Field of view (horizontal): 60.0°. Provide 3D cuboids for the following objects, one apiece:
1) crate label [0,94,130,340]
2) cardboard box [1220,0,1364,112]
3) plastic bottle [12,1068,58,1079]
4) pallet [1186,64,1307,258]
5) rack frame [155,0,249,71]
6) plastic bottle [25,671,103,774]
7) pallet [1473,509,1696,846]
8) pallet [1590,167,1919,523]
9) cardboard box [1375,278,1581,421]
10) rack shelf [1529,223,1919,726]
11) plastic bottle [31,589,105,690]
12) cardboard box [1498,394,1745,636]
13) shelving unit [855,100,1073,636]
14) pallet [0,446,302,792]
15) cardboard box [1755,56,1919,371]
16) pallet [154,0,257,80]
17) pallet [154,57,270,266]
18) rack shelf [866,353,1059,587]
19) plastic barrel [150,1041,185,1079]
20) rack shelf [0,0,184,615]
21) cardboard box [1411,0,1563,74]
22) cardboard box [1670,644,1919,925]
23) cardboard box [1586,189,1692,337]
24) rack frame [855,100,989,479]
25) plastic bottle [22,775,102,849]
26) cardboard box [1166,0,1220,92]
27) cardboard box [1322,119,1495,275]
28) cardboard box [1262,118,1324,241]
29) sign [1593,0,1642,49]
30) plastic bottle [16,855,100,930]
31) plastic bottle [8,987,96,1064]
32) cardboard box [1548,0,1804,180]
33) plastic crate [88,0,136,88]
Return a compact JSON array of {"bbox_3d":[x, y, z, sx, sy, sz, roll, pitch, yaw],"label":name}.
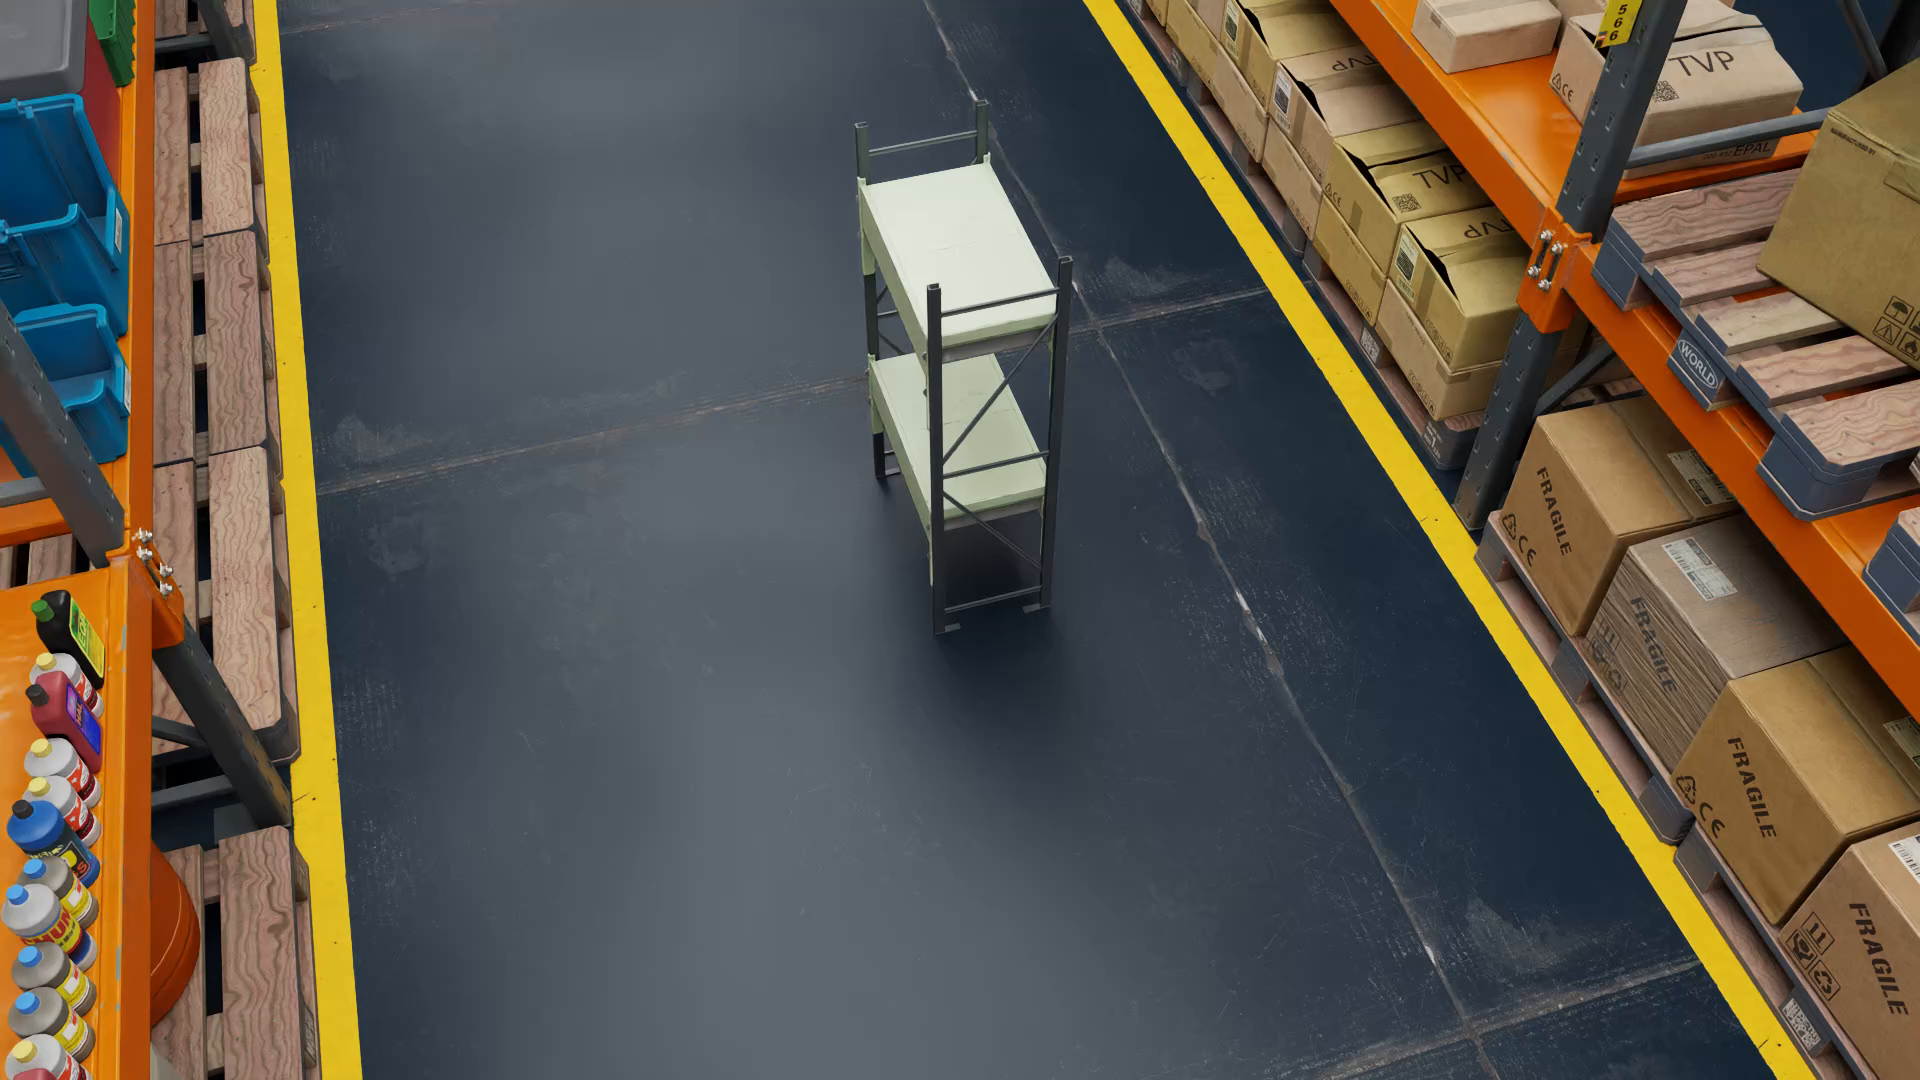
[{"bbox_3d":[-2.546,-0.829,4.464,0.502,0.435,0.616,-13,51,-11],"label":"crate label"},{"bbox_3d":[1.380,-2.019,6.647,0.500,0.311,0.500,-12,51,-10],"label":"cardboard box"},{"bbox_3d":[-1.645,1.040,2.988,0.061,0.283,0.133,-13,51,-11],"label":"plastic bottle"},{"bbox_3d":[1.659,-1.749,7.087,1.003,0.211,1.213,-13,51,-11],"label":"pallet"},{"bbox_3d":[-3.693,-2.953,6.277,1.000,3.000,0.127,-13,51,-11],"label":"rack frame"},{"bbox_3d":[-1.915,0.374,3.549,0.061,0.283,0.133,-13,51,-11],"label":"plastic bottle"},{"bbox_3d":[2.407,0.304,5.356,1.003,0.211,1.213,-13,51,-11],"label":"pallet"},{"bbox_3d":[2.490,-0.607,4.426,1.213,0.211,1.003,-13,51,-11],"label":"pallet"},{"bbox_3d":[1.834,-0.727,5.924,0.500,0.250,0.500,-12,51,-10],"label":"cardboard box"},{"bbox_3d":[2.814,0.544,3.800,1.077,0.370,4.000,-13,51,-11],"label":"rack shelf"},{"bbox_3d":[-1.983,0.205,3.691,0.061,0.283,0.133,-13,51,-11],"label":"plastic bottle"},{"bbox_3d":[2.084,-0.087,5.209,0.500,0.500,0.500,-11,51,-9],"label":"cardboard box"},{"bbox_3d":[-0.002,-0.488,5.181,0.431,1.500,0.755,-13,51,-11],"label":"shelving unit"},{"bbox_3d":[-2.703,0.293,5.365,1.003,0.211,1.213,-13,51,-11],"label":"pallet"},{"bbox_3d":[2.516,-0.882,4.191,0.700,0.500,0.500,-30,56,-23],"label":"cardboard box"},{"bbox_3d":[-3.852,-2.554,7.765,1.003,0.211,1.213,-13,51,-11],"label":"pallet"},{"bbox_3d":[-3.424,-1.489,6.867,1.003,0.211,1.213,-13,51,-11],"label":"pallet"},{"bbox_3d":[-0.002,-0.278,5.430,0.431,0.370,0.720,-13,51,-11],"label":"rack shelf"},{"bbox_3d":[-2.097,1.381,3.976,0.421,0.512,0.421,0,50,0],"label":"plastic barrel"},{"bbox_3d":[-3.102,-1.260,5.321,1.077,0.370,4.000,-13,51,-11],"label":"rack shelf"},{"bbox_3d":[1.692,-1.662,5.353,0.380,0.149,0.250,-13,51,-11],"label":"cardboard box"},{"bbox_3d":[2.388,0.661,4.578,0.500,0.500,0.500,-14,51,-11],"label":"cardboard box"},{"bbox_3d":[2.348,-1.027,5.811,0.500,0.311,0.500,-12,51,-10],"label":"cardboard box"},{"bbox_3d":[-0.110,-0.756,5.406,0.400,1.500,0.023,-13,51,-11],"label":"rack frame"},{"bbox_3d":[-1.870,0.560,3.446,0.097,0.201,0.097,0,50,0],"label":"plastic bottle"},{"bbox_3d":[1.228,-2.217,7.181,0.500,0.250,0.500,-15,51,-12],"label":"cardboard box"},{"bbox_3d":[1.672,-1.283,6.027,0.500,0.311,0.500,-14,51,-12],"label":"cardboard box"},{"bbox_3d":[1.532,-1.470,6.551,0.500,0.250,0.500,-12,51,-10],"label":"cardboard box"},{"bbox_3d":[1.693,-1.394,4.206,0.100,0.325,0.005,-13,51,-11],"label":"sign"},{"bbox_3d":[-1.812,0.702,3.326,0.097,0.201,0.097,0,50,0],"label":"plastic bottle"},{"bbox_3d":[-1.726,0.915,3.146,0.097,0.201,0.097,0,50,0],"label":"plastic bottle"},{"bbox_3d":[2.157,-1.395,5.023,0.500,0.311,0.500,-10,51,-9],"label":"cardboard box"},{"bbox_3d":[-2.909,-1.676,5.340,0.450,0.188,0.662,-13,51,-11],"label":"plastic crate"}]
